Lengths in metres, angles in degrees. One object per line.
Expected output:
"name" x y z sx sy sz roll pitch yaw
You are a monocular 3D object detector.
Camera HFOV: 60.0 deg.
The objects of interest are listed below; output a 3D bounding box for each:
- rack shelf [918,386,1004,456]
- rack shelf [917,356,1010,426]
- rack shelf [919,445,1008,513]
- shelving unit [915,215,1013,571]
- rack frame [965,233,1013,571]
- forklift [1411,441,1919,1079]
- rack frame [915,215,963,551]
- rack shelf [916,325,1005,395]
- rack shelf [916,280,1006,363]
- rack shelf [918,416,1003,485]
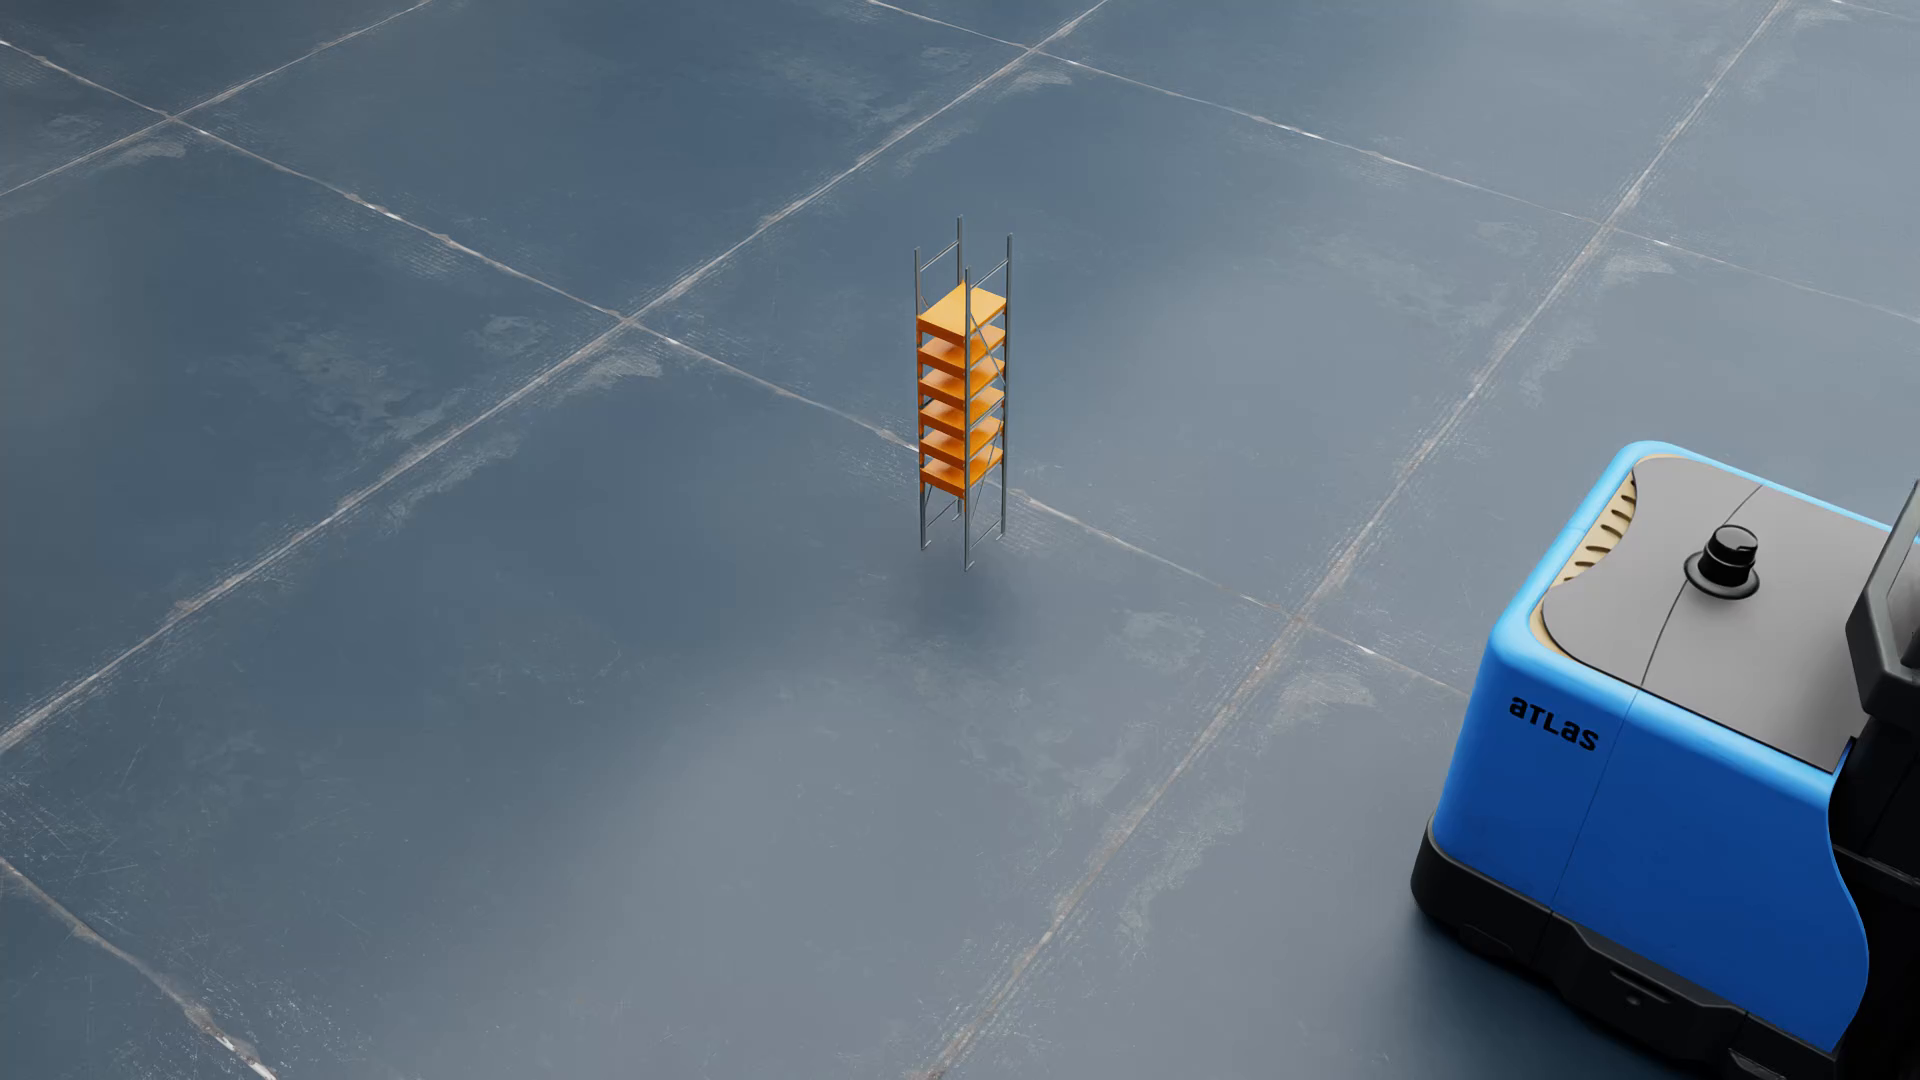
"rack shelf" 0.012 -0.408 5.373 0.180 0.103 0.258 25 48 25
"rack shelf" 0.012 -0.498 5.293 0.180 0.103 0.258 25 48 25
"rack shelf" 0.012 -0.230 5.533 0.180 0.103 0.258 25 48 25
"shelving unit" 0.012 -0.442 5.344 0.189 1.200 0.258 25 48 25
"rack frame" 0.087 -0.407 5.305 0.006 1.200 0.240 25 48 25
"forklift" 2.725 0.261 3.260 3.031 2.935 1.130 26 48 26
"rack frame" -0.063 -0.477 5.383 0.006 1.200 0.240 25 48 25
"rack shelf" 0.012 -0.587 5.213 0.180 0.103 0.258 25 48 25
"rack shelf" 0.012 -0.677 5.133 0.180 0.103 0.258 25 48 25
"rack shelf" 0.012 -0.319 5.453 0.180 0.103 0.258 25 48 25
